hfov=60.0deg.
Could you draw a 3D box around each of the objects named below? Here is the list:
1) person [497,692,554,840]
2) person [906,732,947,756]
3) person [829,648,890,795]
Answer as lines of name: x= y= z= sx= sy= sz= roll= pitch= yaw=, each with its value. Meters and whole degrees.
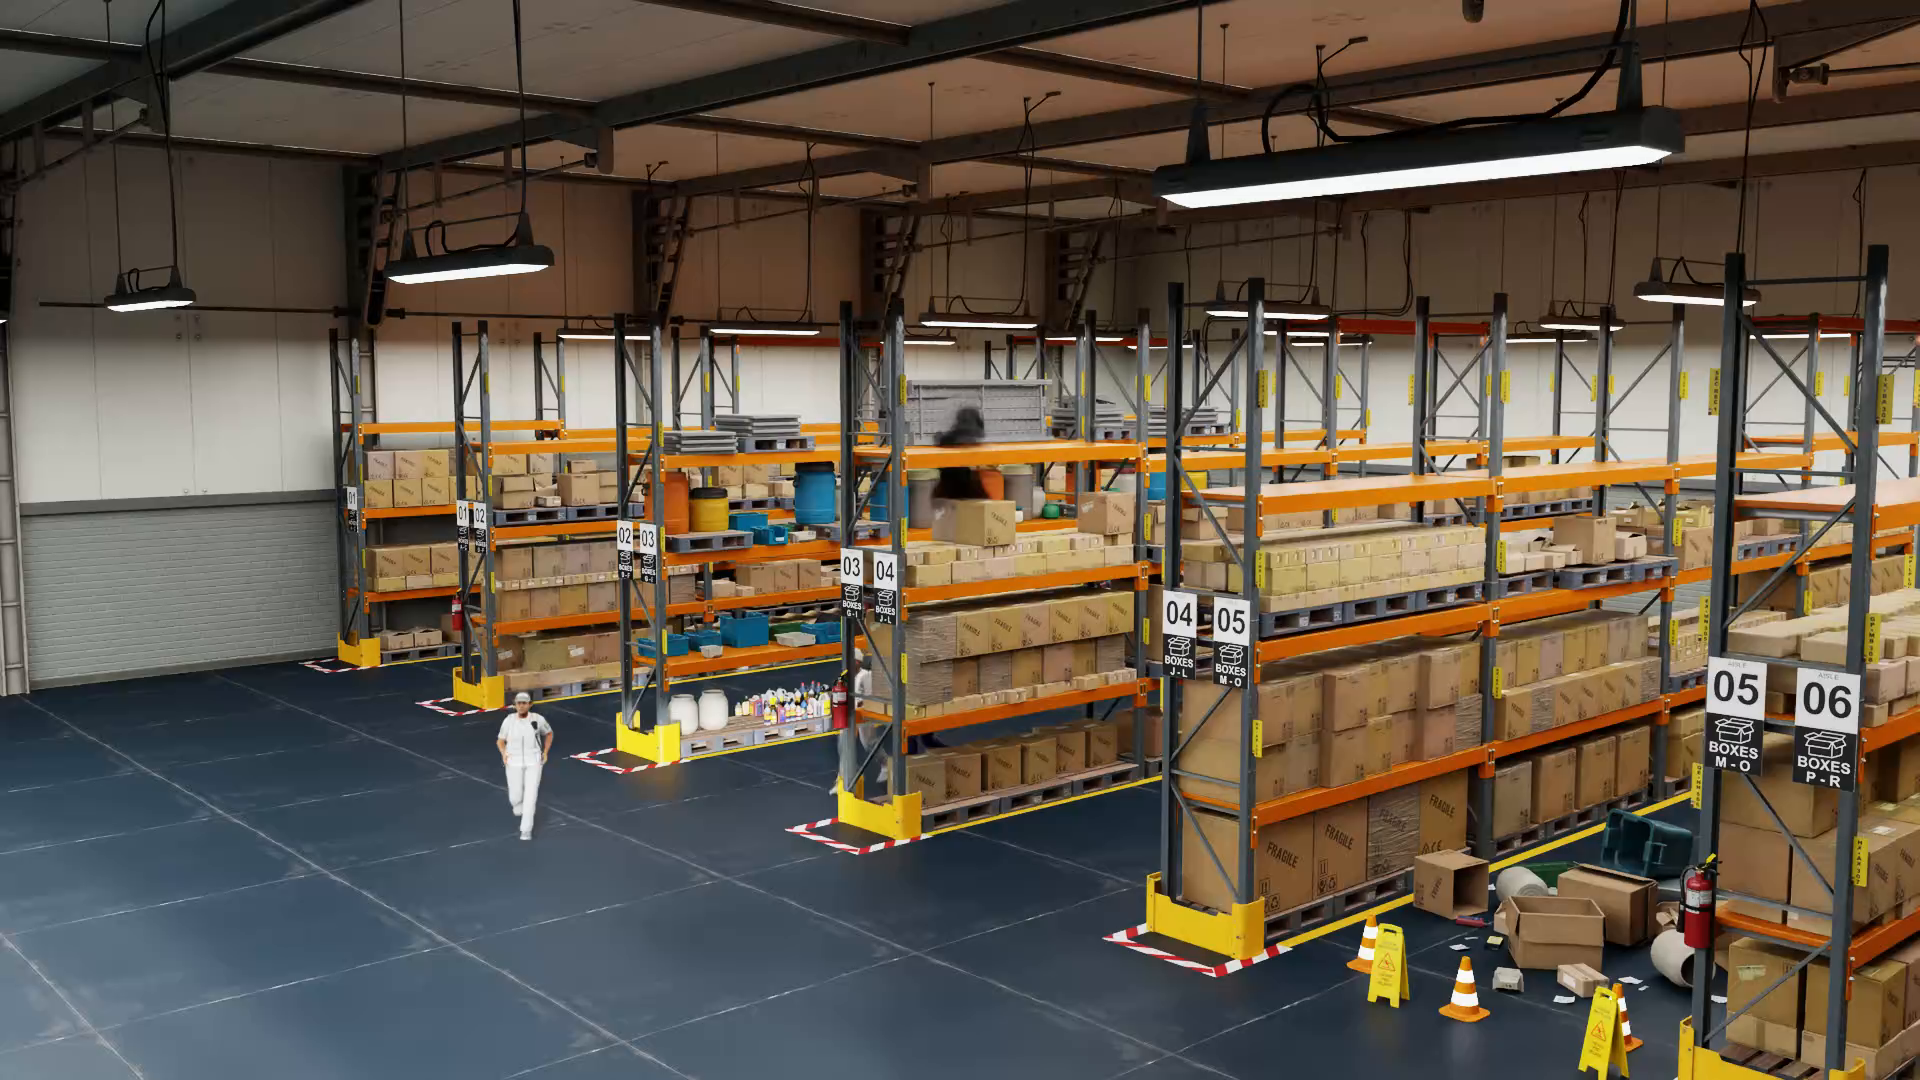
person: x=-4.888 y=2.519 z=18.724 sx=0.621 sy=1.624 sz=0.769 roll=-1 pitch=6 yaw=-11
person: x=-0.482 y=2.224 z=21.526 sx=0.624 sy=1.639 sz=0.787 roll=5 pitch=8 yaw=43
person: x=-1.224 y=2.227 z=20.751 sx=0.620 sy=1.798 sz=0.960 roll=5 pitch=8 yaw=43
